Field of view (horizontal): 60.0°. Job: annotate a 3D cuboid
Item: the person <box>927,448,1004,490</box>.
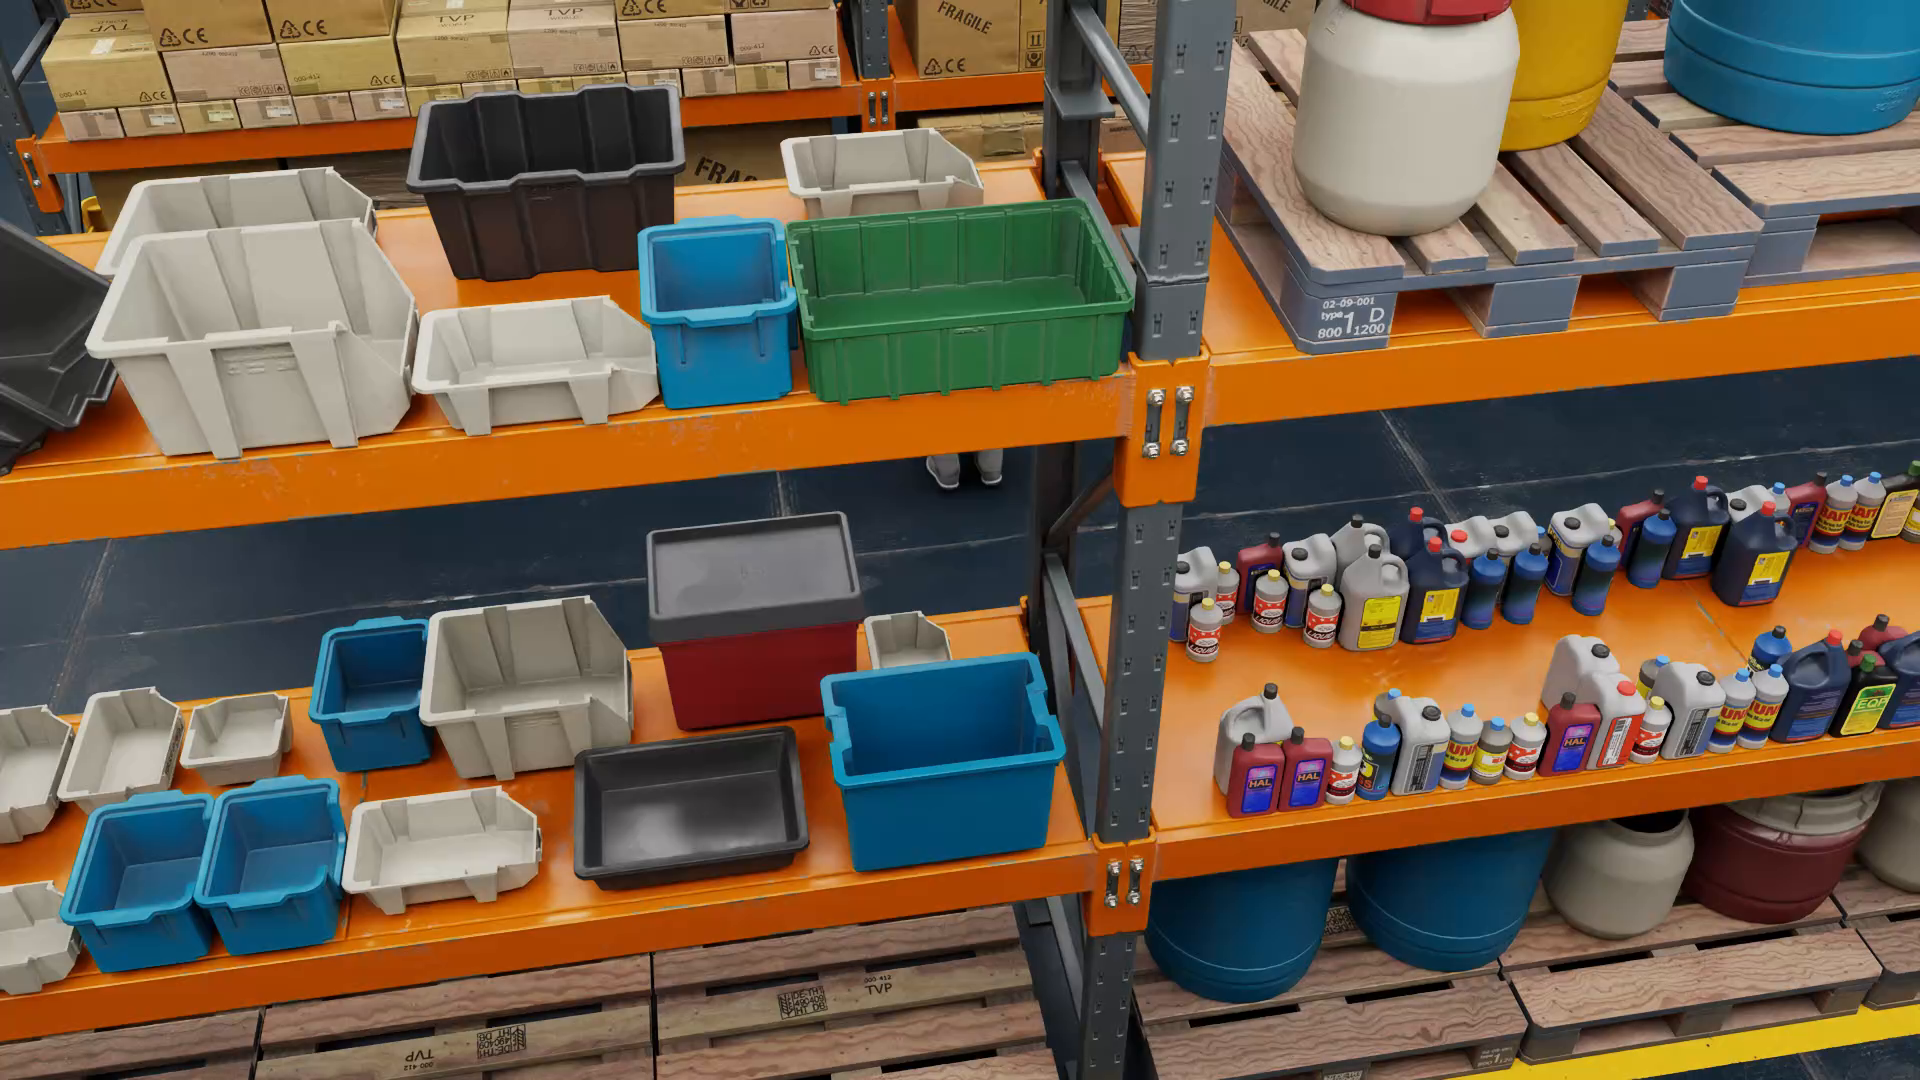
[{"bbox_3d":[-0.003,-0.829,7.631,0.436,1.103,0.930,-8,40,-10],"label":"person"}]
